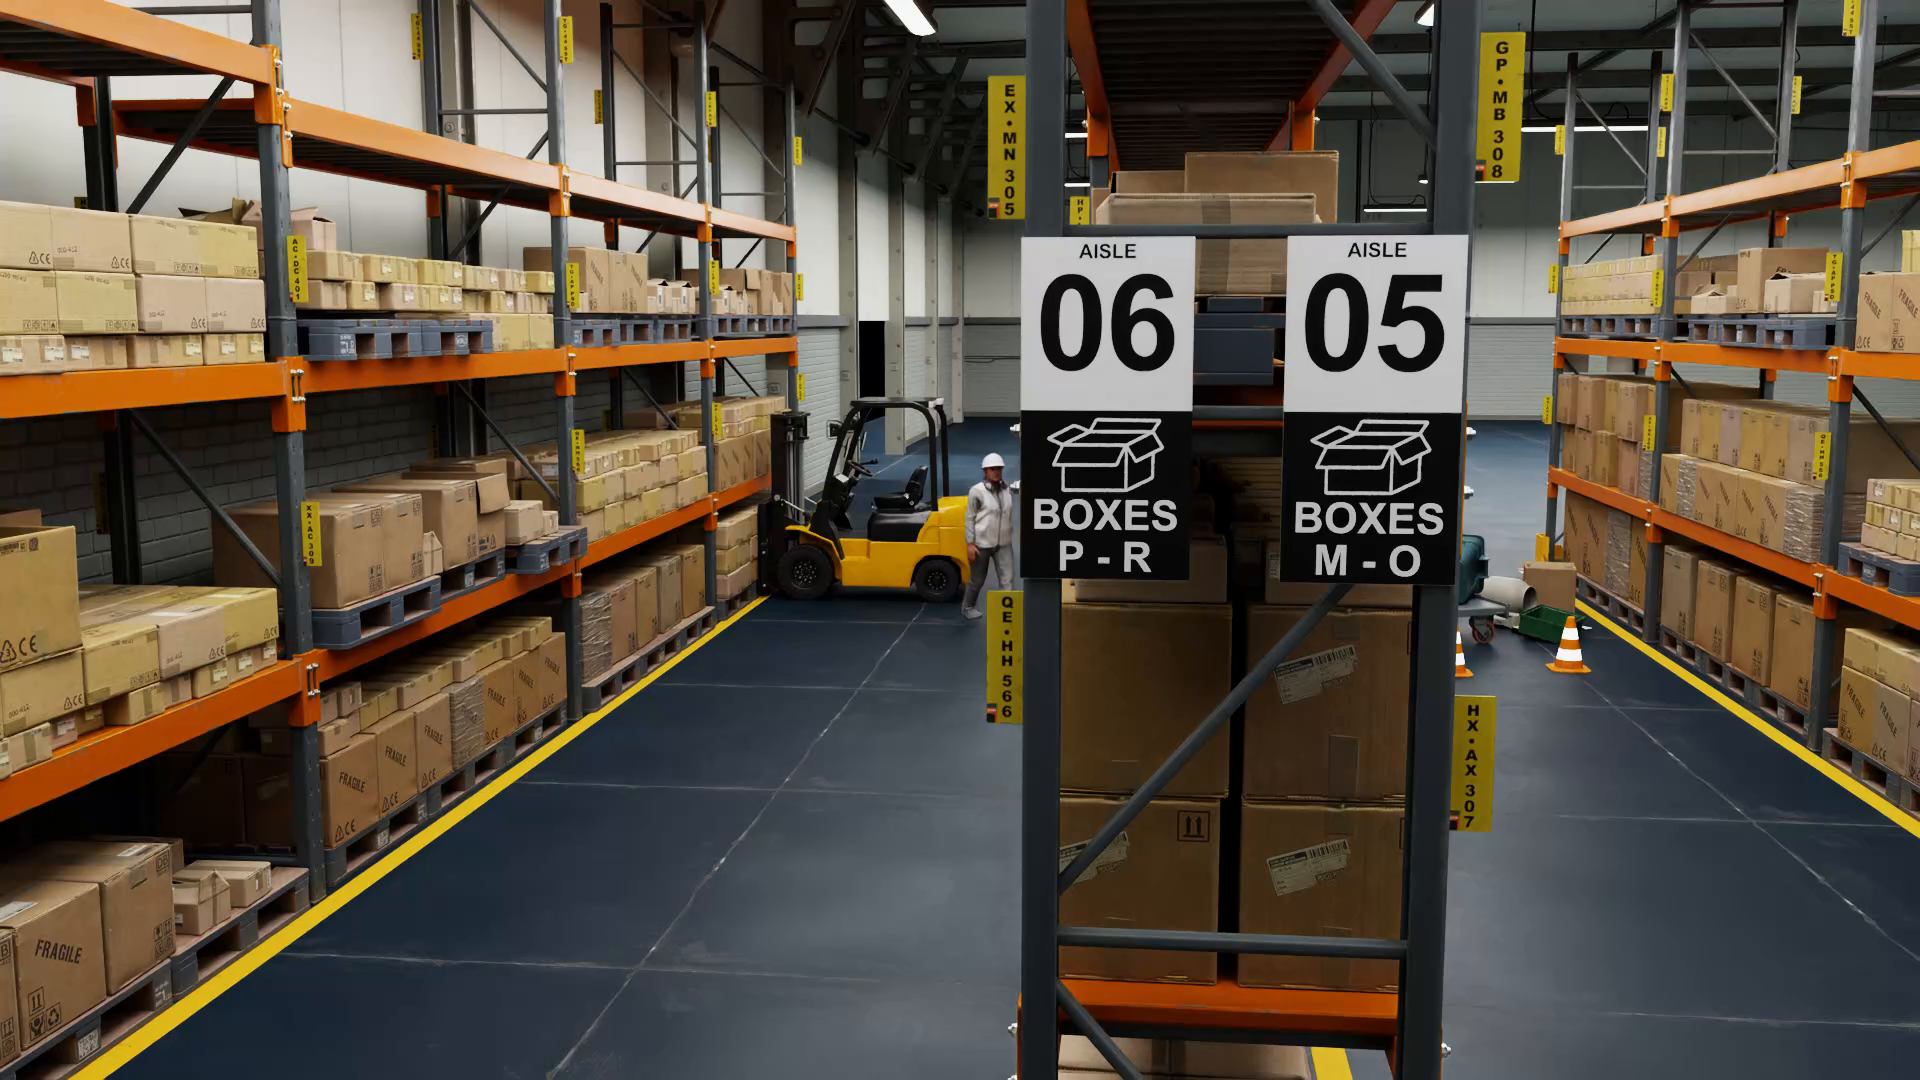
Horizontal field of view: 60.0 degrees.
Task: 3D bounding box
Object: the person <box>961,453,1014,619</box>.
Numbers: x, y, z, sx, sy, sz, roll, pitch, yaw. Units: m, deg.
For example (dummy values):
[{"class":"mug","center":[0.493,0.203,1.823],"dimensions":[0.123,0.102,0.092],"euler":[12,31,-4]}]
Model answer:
[{"class":"person","center":[0.281,0.014,16.228],"dimensions":[0.552,1.729,1.029],"euler":[-3,8,-23]}]
